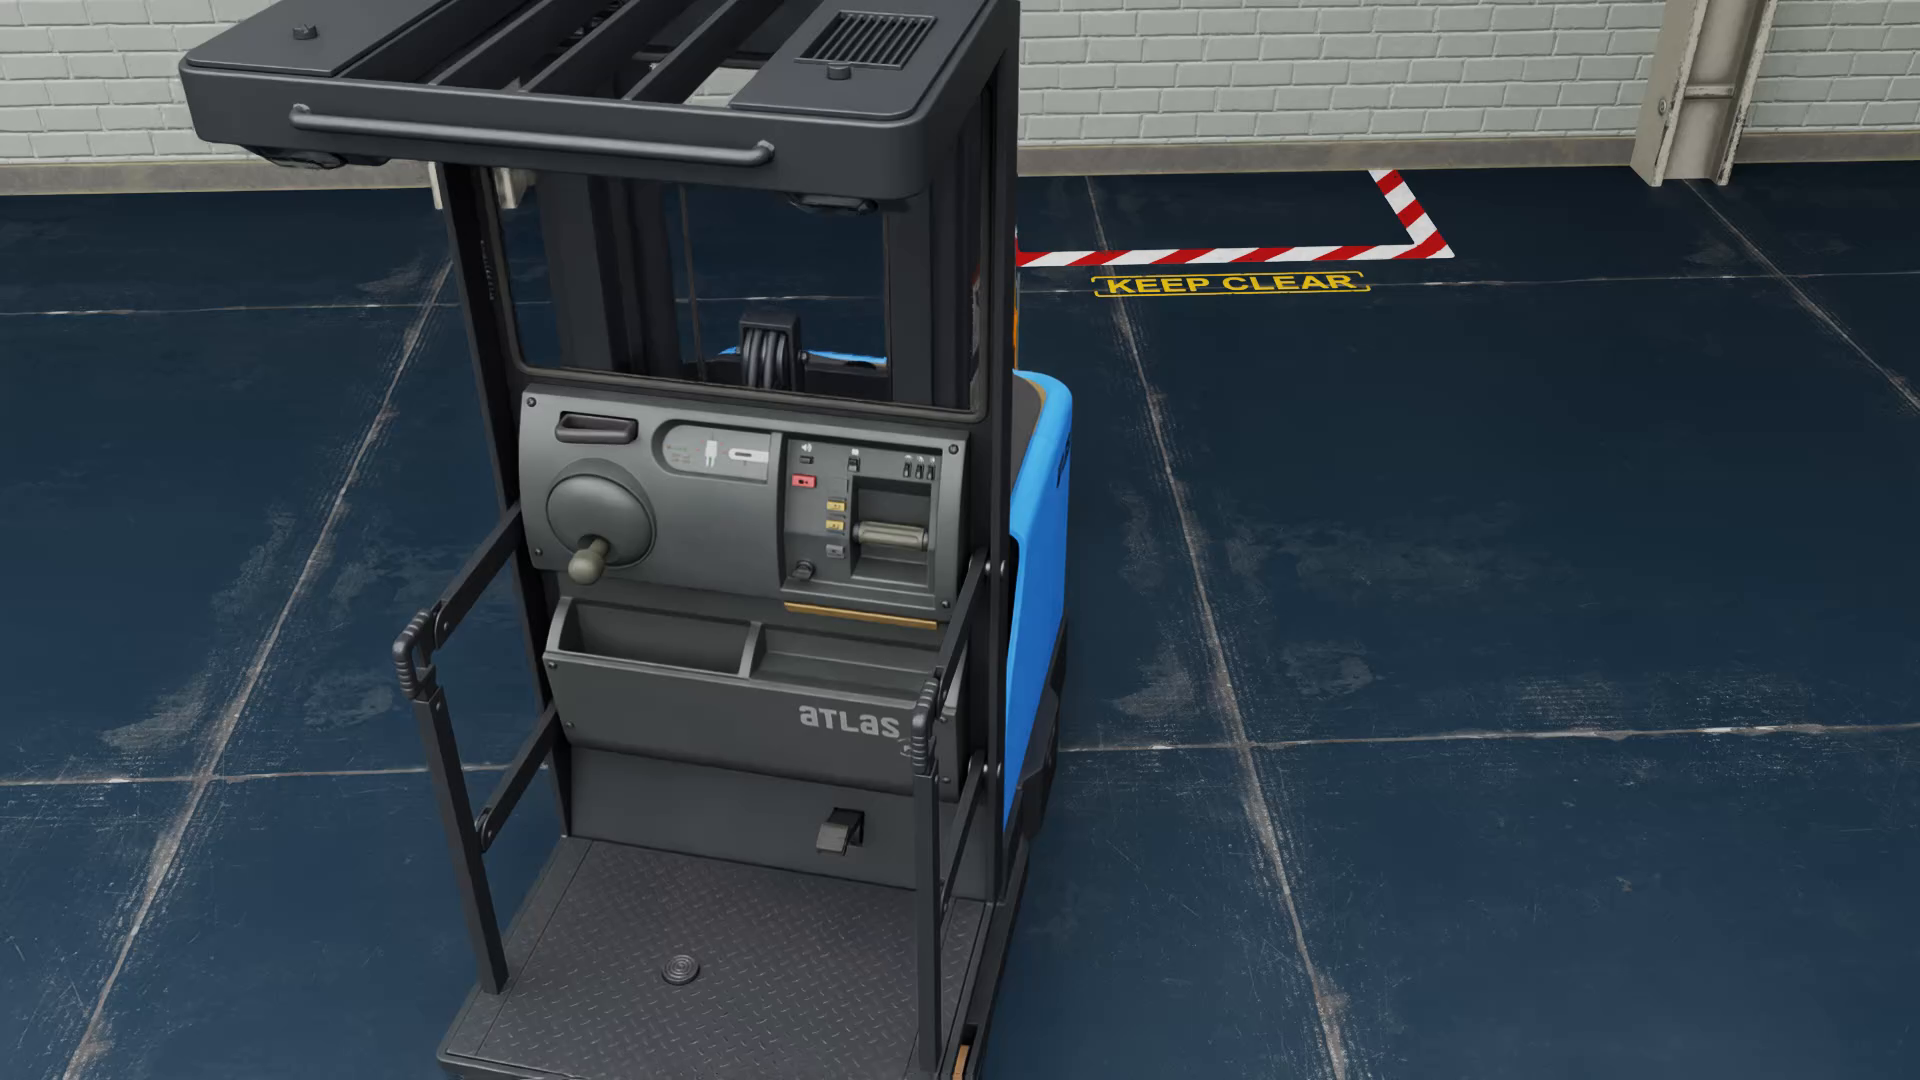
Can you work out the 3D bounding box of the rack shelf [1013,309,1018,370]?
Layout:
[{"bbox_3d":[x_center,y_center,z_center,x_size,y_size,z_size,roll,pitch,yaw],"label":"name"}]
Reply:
[{"bbox_3d":[0.053,-0.658,5.298,0.240,0.259,0.215,-2,35,-2],"label":"rack shelf"}]

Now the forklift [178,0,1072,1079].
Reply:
[{"bbox_3d":[-0.491,-0.011,3.190,1.130,2.935,3.031,7,35,10],"label":"forklift"}]

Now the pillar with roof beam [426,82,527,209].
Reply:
[{"bbox_3d":[-2.151,-2.950,2.105,0.400,9.000,9.100,-2,35,-2],"label":"pillar with roof beam"}]

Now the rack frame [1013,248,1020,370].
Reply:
[{"bbox_3d":[0.175,-0.436,5.458,0.008,1.050,0.200,-2,35,-2],"label":"rack frame"}]

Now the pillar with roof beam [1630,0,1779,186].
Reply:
[{"bbox_3d":[3.842,-3.112,2.339,0.400,9.000,9.100,-2,35,-2],"label":"pillar with roof beam"}]

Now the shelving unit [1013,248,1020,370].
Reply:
[{"bbox_3d":[0.053,-0.433,5.453,0.252,1.050,0.215,-2,35,-2],"label":"shelving unit"}]
